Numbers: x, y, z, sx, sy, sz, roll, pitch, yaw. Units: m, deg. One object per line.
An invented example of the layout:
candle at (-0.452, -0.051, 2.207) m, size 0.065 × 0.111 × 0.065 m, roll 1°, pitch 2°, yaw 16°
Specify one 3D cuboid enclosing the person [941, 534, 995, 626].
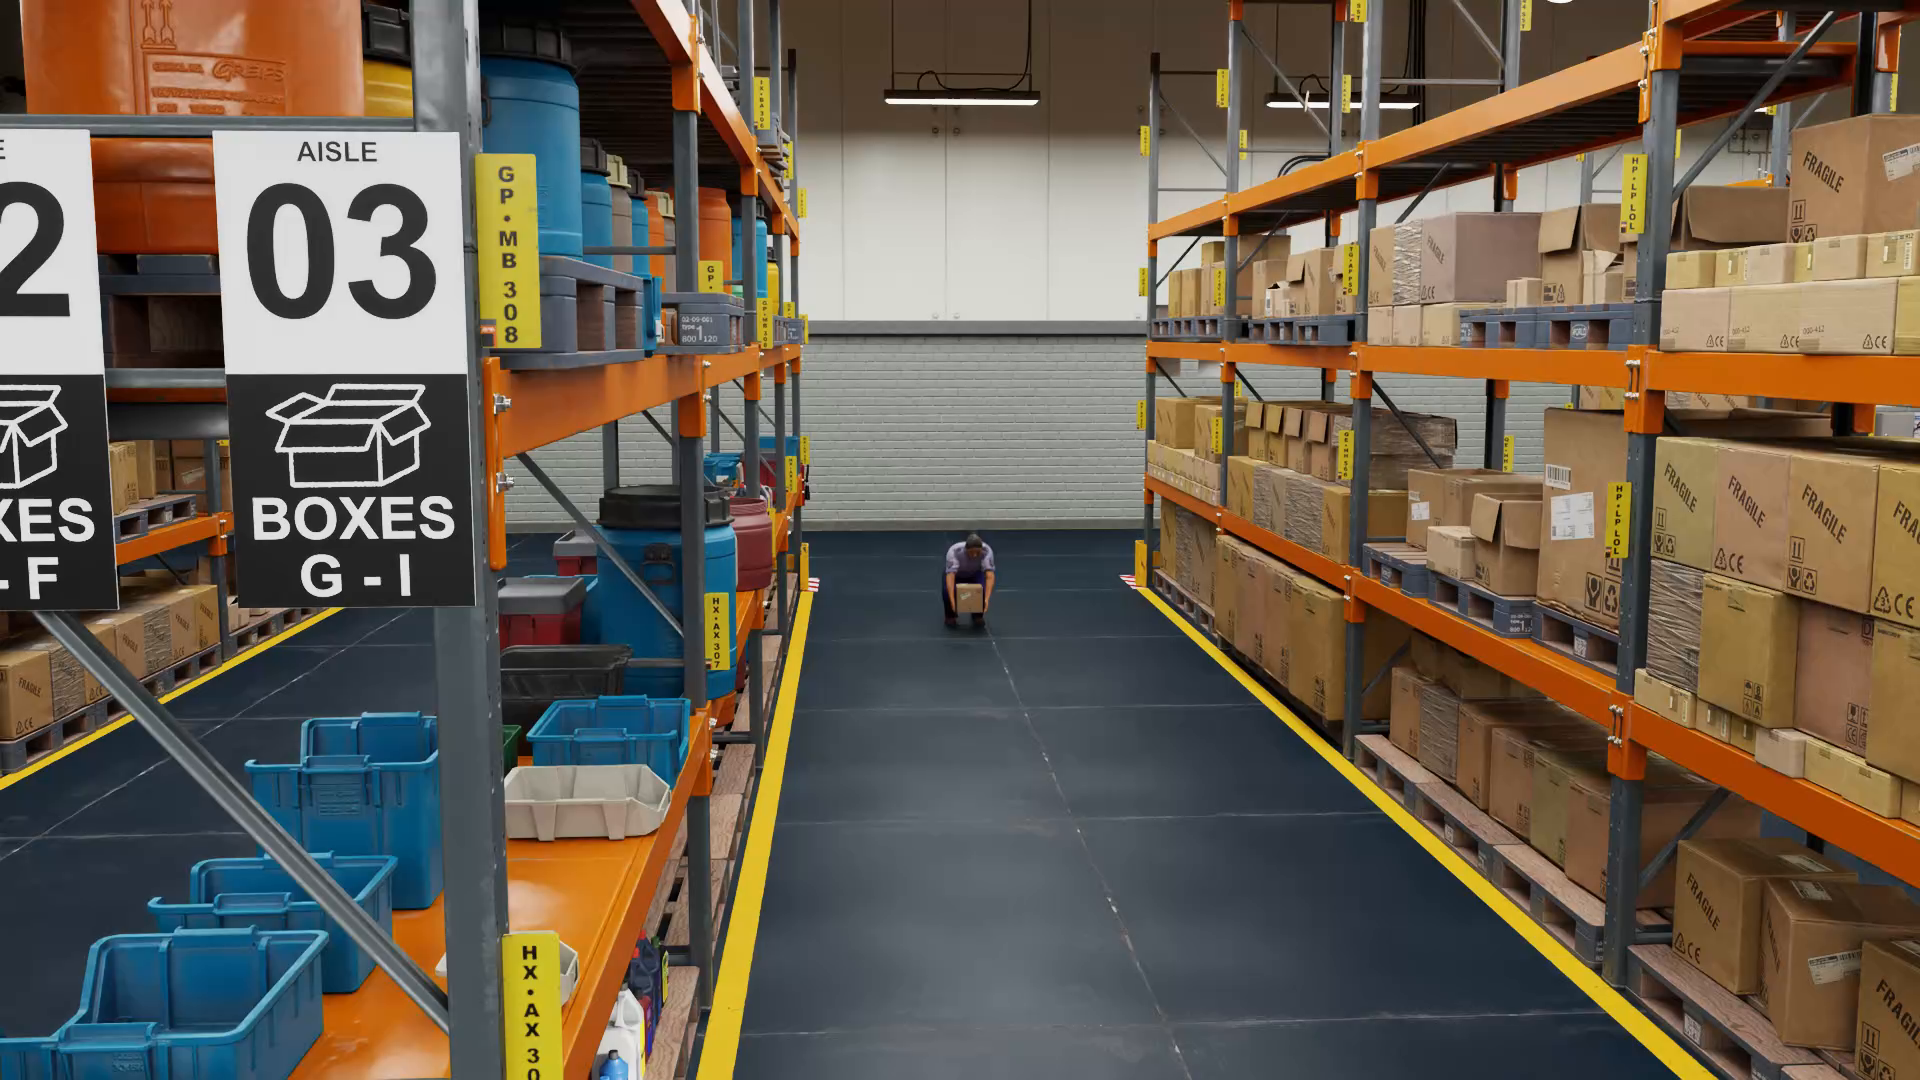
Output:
person at (0.074, 0.382, 16.587) m, size 0.526 × 0.953 × 0.829 m, roll 0°, pitch 7°, yaw -4°
